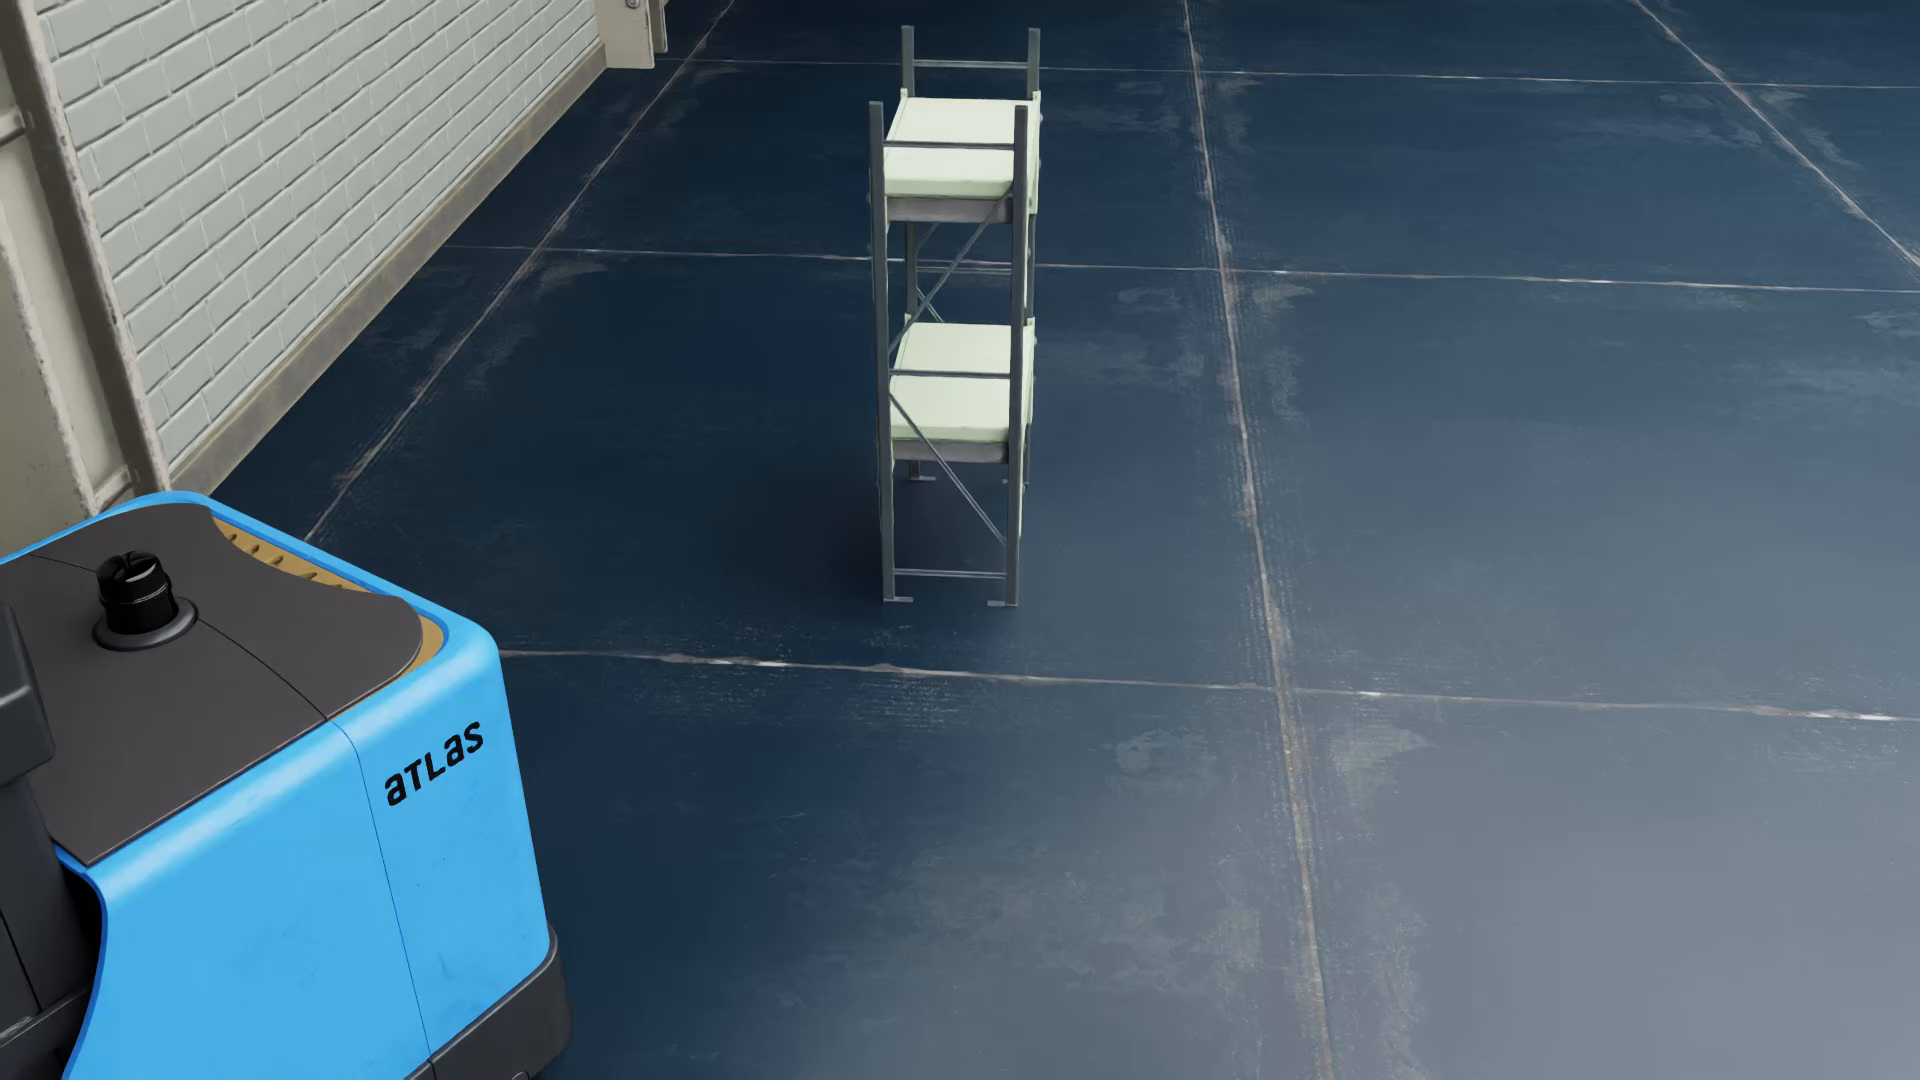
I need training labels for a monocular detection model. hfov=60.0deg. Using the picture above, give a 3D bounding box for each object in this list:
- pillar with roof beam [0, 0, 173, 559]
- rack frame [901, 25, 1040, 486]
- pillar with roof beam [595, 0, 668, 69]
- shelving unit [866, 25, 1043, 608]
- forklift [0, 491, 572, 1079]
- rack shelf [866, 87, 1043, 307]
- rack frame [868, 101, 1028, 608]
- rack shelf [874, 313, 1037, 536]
[{"bbox_3d":[1.866,-3.377,2.153,9.100,9.000,0.400,2,32,4],"label":"pillar with roof beam"},{"bbox_3d":[0.030,-0.833,5.173,0.400,1.500,0.023,2,32,4],"label":"rack frame"},{"bbox_3d":[2.355,-6.515,7.244,9.100,9.000,0.400,2,32,4],"label":"pillar with roof beam"},{"bbox_3d":[0.001,-0.642,4.862,0.431,1.500,0.755,2,32,4],"label":"shelving unit"},{"bbox_3d":[-2.054,0.323,1.933,1.130,2.935,3.031,20,37,29],"label":"forklift"},{"bbox_3d":[0.001,-0.974,4.657,0.431,0.370,0.720,2,32,4],"label":"rack shelf"},{"bbox_3d":[-0.029,-0.451,4.552,0.400,1.500,0.023,2,32,4],"label":"rack frame"},{"bbox_3d":[0.001,-0.364,5.033,0.431,0.370,0.720,2,32,4],"label":"rack shelf"}]
